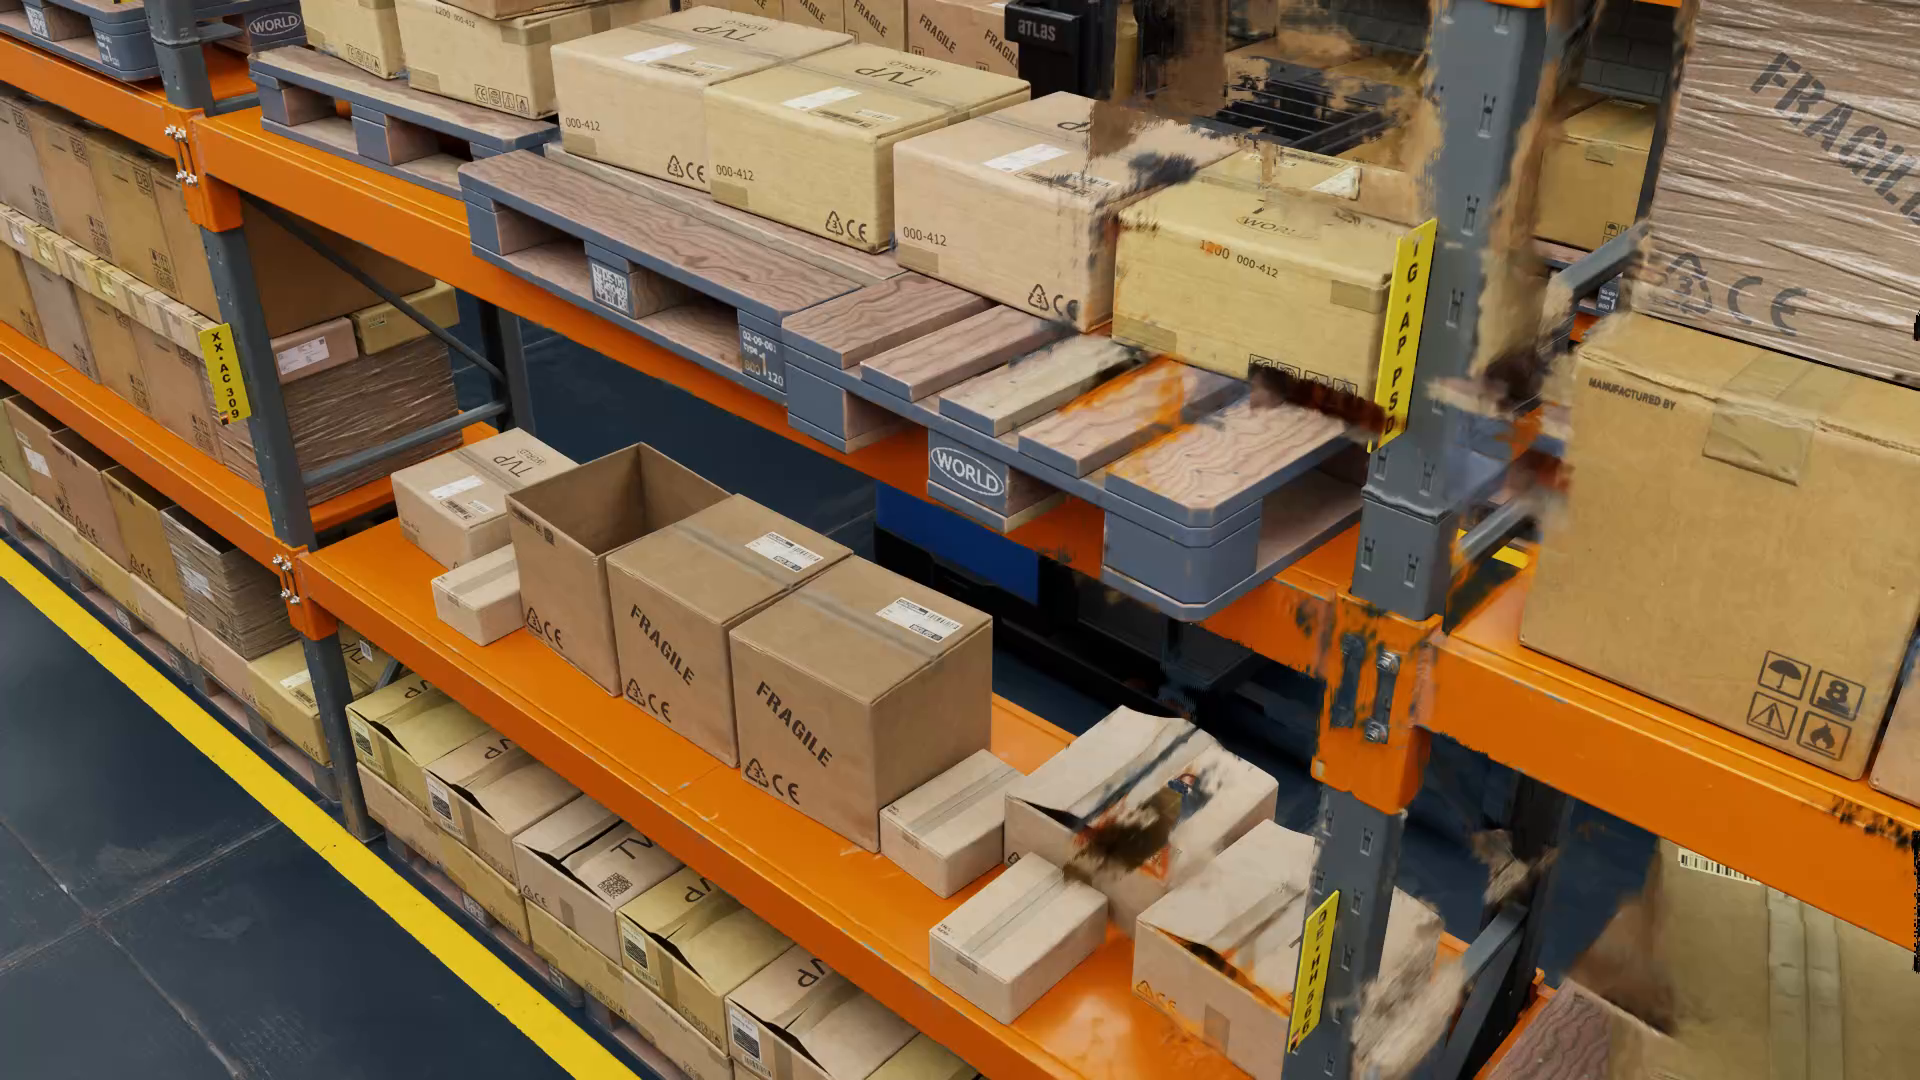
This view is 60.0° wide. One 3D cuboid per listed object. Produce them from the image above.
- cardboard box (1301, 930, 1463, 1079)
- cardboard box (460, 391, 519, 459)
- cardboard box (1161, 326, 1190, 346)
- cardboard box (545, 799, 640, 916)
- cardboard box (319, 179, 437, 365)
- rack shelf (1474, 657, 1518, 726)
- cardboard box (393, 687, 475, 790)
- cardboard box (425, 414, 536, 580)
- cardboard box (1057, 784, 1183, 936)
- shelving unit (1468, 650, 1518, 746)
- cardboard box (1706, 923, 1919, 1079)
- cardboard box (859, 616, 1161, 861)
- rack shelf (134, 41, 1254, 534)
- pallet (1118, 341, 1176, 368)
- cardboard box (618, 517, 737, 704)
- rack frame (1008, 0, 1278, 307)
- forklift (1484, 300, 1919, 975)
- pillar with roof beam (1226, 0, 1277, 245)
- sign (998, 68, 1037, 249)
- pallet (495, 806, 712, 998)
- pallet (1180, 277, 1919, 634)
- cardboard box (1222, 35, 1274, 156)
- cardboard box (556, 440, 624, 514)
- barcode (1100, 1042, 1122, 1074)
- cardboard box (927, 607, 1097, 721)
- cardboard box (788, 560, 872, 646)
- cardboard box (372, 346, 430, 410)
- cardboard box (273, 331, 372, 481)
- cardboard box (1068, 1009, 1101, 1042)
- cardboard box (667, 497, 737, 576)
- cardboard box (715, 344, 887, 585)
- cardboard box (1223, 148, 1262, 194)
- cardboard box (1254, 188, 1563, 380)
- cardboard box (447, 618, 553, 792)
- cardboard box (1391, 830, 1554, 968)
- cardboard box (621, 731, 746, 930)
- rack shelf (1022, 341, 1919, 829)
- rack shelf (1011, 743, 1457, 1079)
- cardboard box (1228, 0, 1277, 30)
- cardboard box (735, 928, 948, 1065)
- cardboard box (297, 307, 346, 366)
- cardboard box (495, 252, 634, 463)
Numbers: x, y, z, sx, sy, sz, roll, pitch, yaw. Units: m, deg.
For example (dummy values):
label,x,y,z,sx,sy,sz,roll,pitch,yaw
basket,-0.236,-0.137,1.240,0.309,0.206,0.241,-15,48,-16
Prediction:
label,x,y,z,sx,sy,sz,roll,pitch,yaw
cardboard box,-1.451,0.158,5.323,0.250,0.149,0.380,25,39,35
cardboard box,-3.834,-1.376,6.902,0.250,0.149,0.380,24,39,35
cardboard box,-1.162,-2.377,11.471,0.500,0.311,0.500,20,37,30
cardboard box,-3.577,0.070,7.485,0.500,0.250,0.500,25,39,35
cardboard box,-4.166,-1.953,7.231,0.500,0.500,0.700,24,38,34
rack shelf,-0.176,-0.289,8.271,0.240,0.259,0.215,26,40,36
cardboard box,-4.315,-0.278,8.063,0.500,0.250,0.500,25,39,35
cardboard box,-3.842,-1.241,7.306,0.500,0.500,0.700,25,39,35
cardboard box,-2.104,0.062,6.770,0.500,0.500,0.500,25,39,35
shelving unit,-0.176,-0.536,8.122,0.252,1.050,0.215,26,40,36
cardboard box,-0.650,0.250,4.829,0.500,0.500,0.500,25,39,35
cardboard box,-2.304,-0.528,6.122,0.500,0.500,0.700,24,38,34
rack shelf,-3.454,-2.003,6.459,4.000,0.370,1.077,25,39,35
pallet,-0.980,-2.099,11.532,1.213,0.211,1.003,25,39,35
cardboard box,-3.069,-0.884,6.712,0.500,0.500,0.700,26,39,36
rack frame,-1.971,-2.905,4.350,0.127,3.000,1.000,25,39,35
forklift,1.004,-0.748,6.651,3.031,2.935,1.130,26,40,36
pillar with roof beam,-3.404,-4.627,7.211,0.400,9.000,9.100,25,39,35
sign,-2.342,-1.662,4.616,0.005,0.325,0.100,25,39,35
pallet,-3.441,0.147,7.801,1.213,0.211,1.003,25,39,35
pallet,-1.308,-1.237,4.674,1.217,0.209,0.805,23,38,33
cardboard box,-0.724,-3.244,10.129,0.500,0.500,0.500,24,38,34
cardboard box,-3.455,-1.198,6.606,0.250,0.149,0.380,27,40,37
barcode,-2.061,0.384,5.770,0.075,0.075,0.001,25,39,35
cardboard box,-2.316,-0.667,5.724,0.250,0.149,0.380,25,39,35
cardboard box,-2.694,-0.843,6.017,0.250,0.149,0.380,24,38,34
cardboard box,-4.223,-1.556,7.200,0.250,0.149,0.380,24,39,34
cardboard box,-4.599,-1.595,7.894,0.500,0.500,0.700,25,39,35
cardboard box,-2.111,0.387,6.957,0.500,0.250,0.500,25,39,35
cardboard box,-3.069,-1.020,6.310,0.250,0.149,0.380,25,39,35
cardboard box,-2.679,-1.259,6.078,0.500,0.500,0.700,25,39,35
cardboard box,-0.698,-2.916,10.311,0.500,0.250,0.500,24,39,34
cardboard box,-1.520,-1.518,4.694,0.500,0.250,0.500,-25,39,-35
cardboard box,-3.937,-0.431,7.589,0.500,0.500,0.500,25,39,35
cardboard box,-1.196,-0.043,5.543,0.258,0.266,0.396,24,38,34
cardboard box,-3.197,-0.084,7.012,0.500,0.500,0.500,25,39,35
rack shelf,-0.488,-0.619,4.159,4.000,0.370,1.077,25,39,35
rack shelf,-0.488,0.666,4.933,4.000,0.370,1.077,25,39,35
cardboard box,-0.756,-3.620,10.754,0.500,0.500,0.500,26,39,36
cardboard box,-2.825,0.410,6.920,0.500,0.250,0.500,25,39,35
cardboard box,-4.592,-1.731,7.491,0.250,0.149,0.380,24,38,34
cardboard box,-3.420,-1.605,6.653,0.500,0.500,0.700,25,39,35
